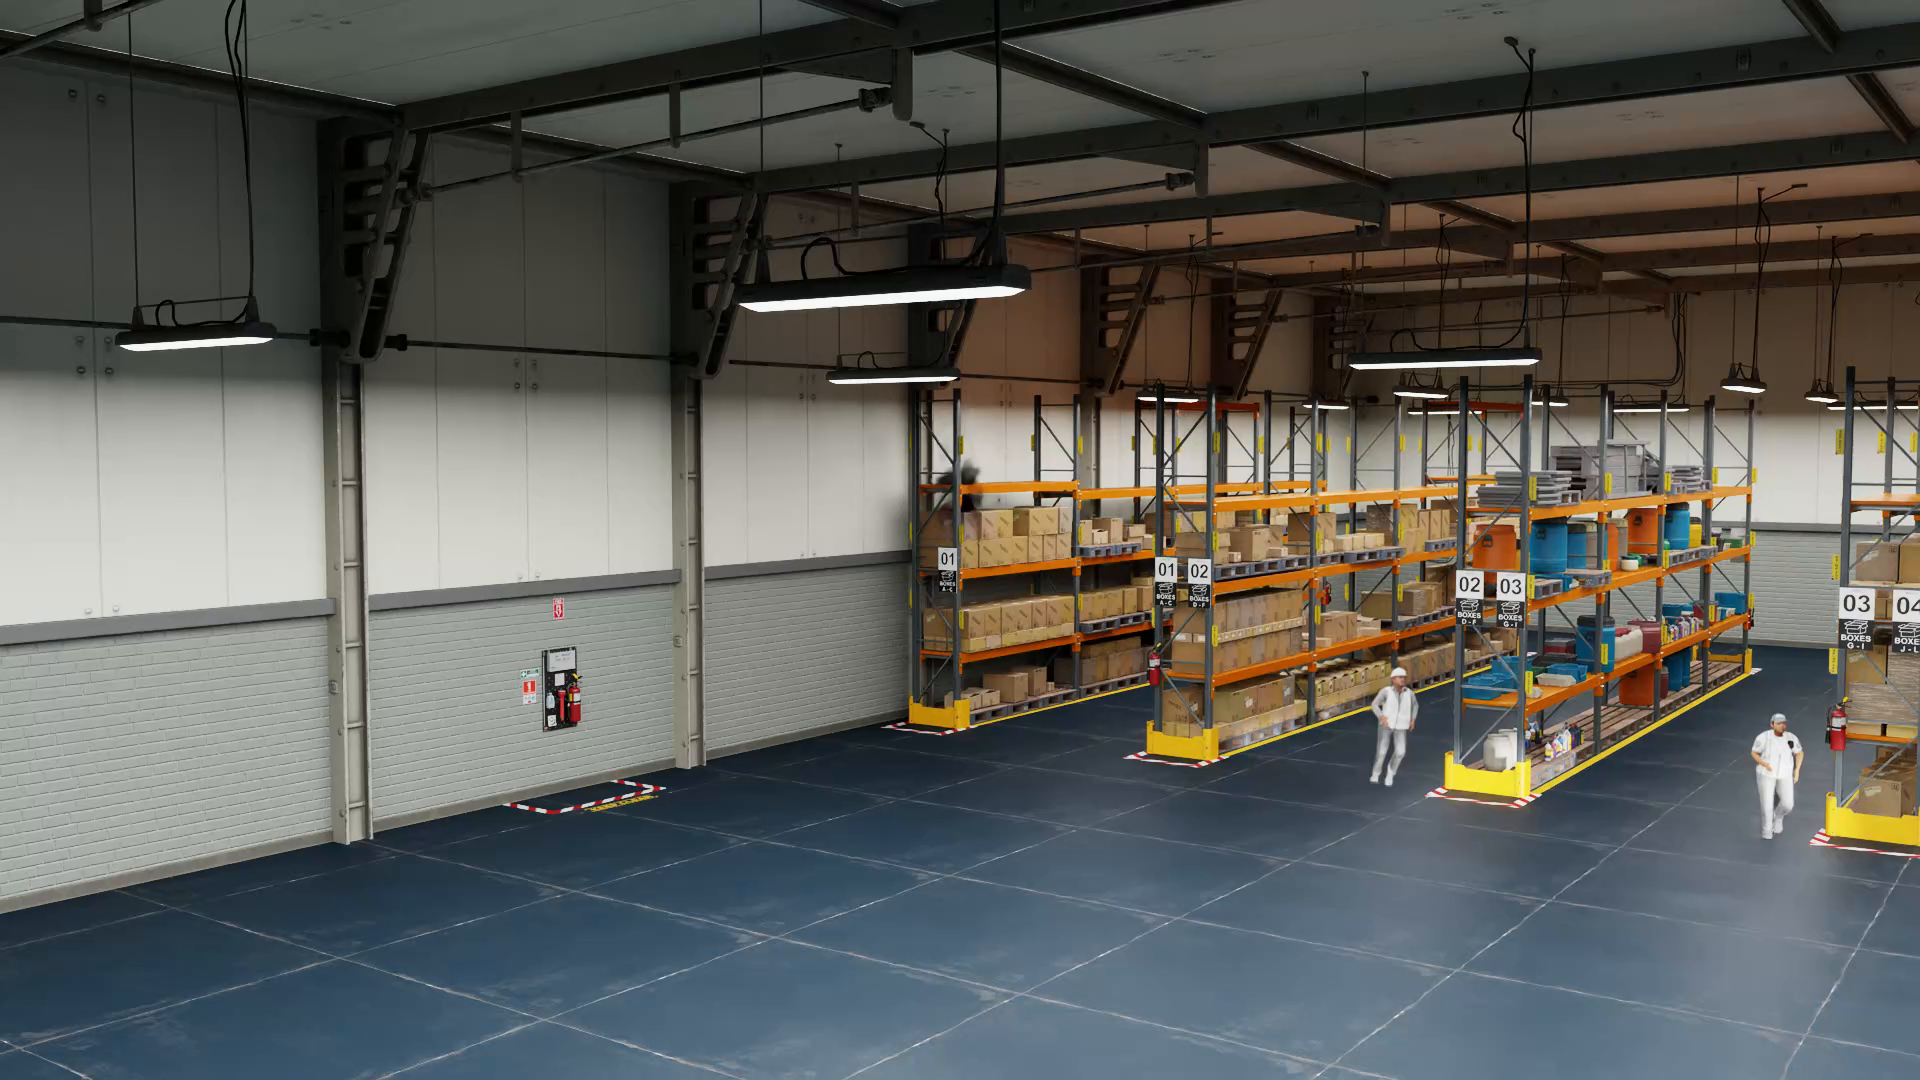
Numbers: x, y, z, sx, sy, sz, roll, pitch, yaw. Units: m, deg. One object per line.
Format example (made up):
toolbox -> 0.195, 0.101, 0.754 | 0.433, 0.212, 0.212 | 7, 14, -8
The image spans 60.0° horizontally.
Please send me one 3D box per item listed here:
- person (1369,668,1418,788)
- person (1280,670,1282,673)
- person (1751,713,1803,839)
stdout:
person -> 6.397, 2.749, 24.418 | 0.715, 1.750, 0.641 | 0, 3, 6
person -> 6.504, 2.146, 34.596 | 0.648, 1.759, 0.640 | 2, 4, 32
person -> 10.370, 3.002, 21.086 | 0.624, 1.617, 0.605 | 1, 3, 17
